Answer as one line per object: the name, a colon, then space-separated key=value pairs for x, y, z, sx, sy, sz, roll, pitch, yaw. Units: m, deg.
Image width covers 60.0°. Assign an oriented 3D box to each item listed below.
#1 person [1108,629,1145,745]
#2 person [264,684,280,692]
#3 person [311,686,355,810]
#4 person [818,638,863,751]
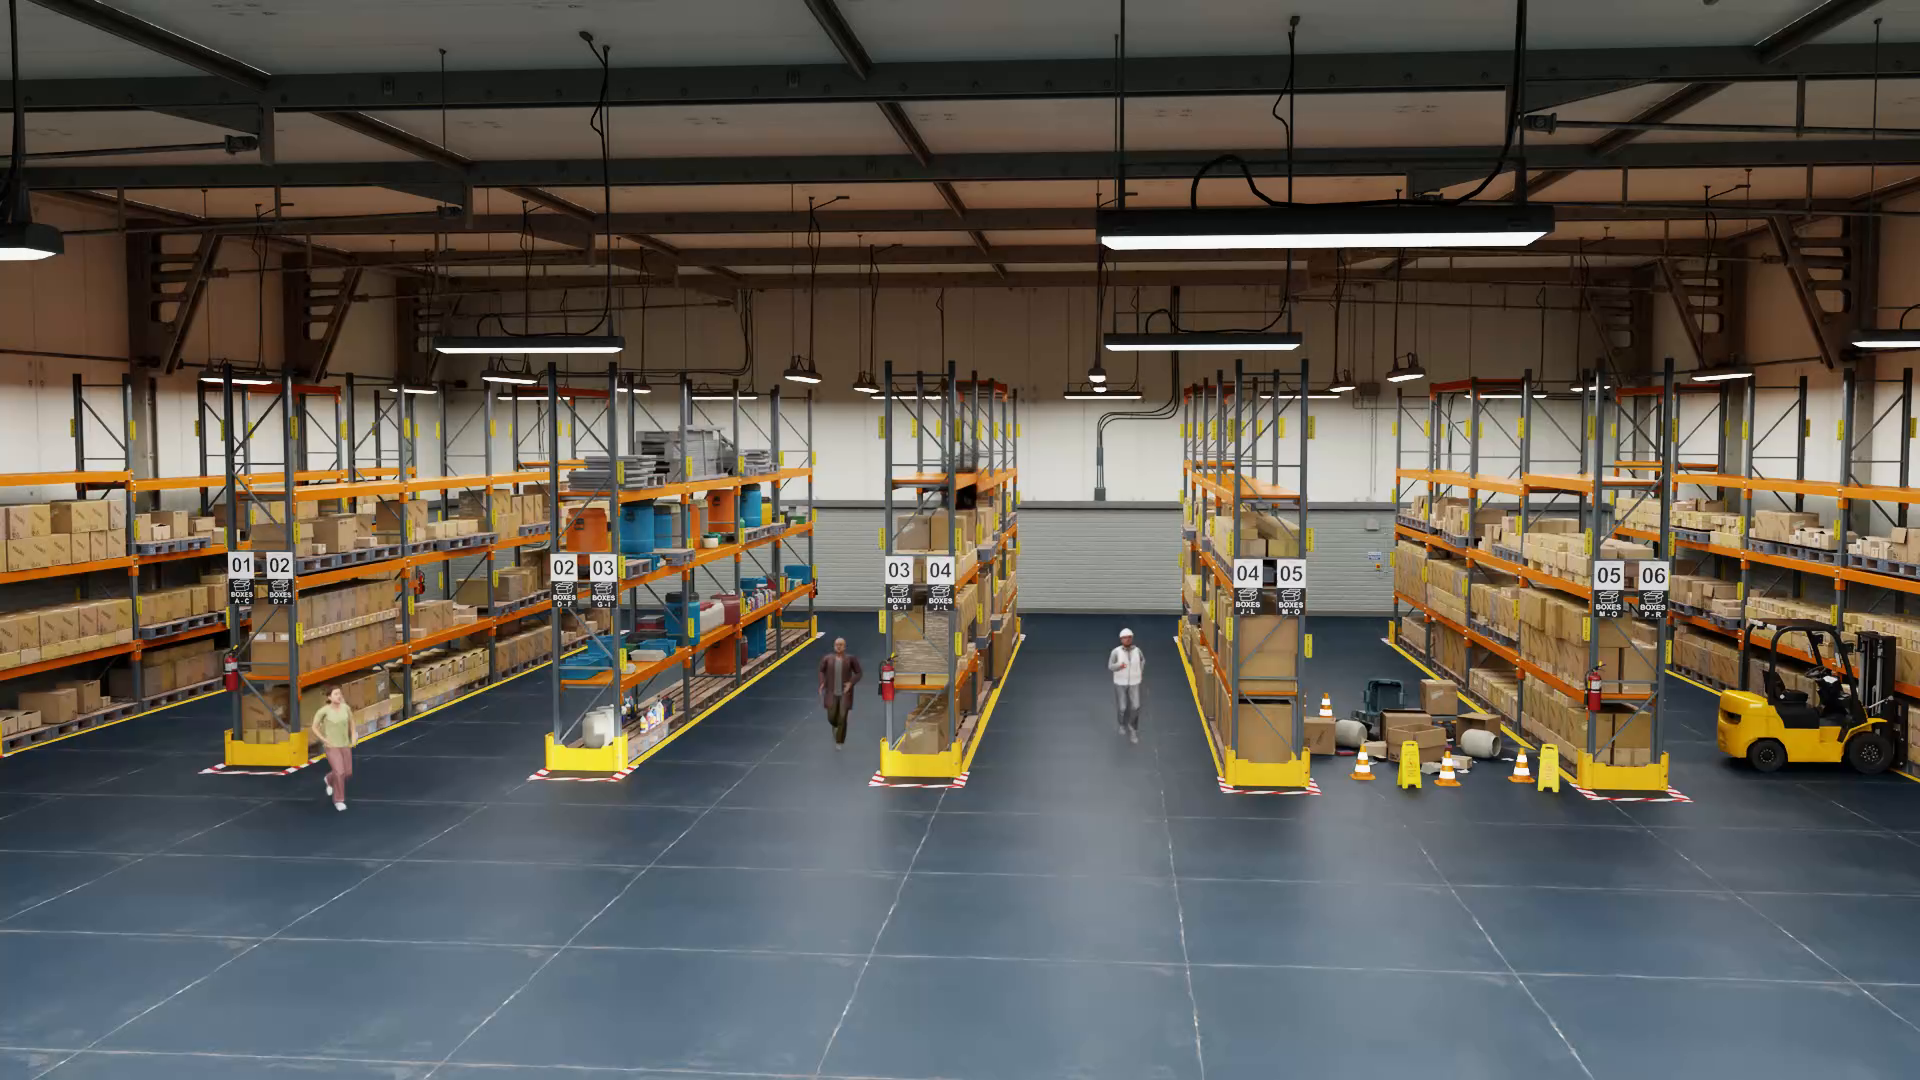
person: x=2.682 y=2.334 z=26.659 sx=0.639 sy=1.825 sz=0.734 roll=0 pitch=4 yaw=-2
person: x=-11.853 y=2.267 z=28.878 sx=0.660 sy=1.667 sz=0.626 roll=0 pitch=4 yaw=4
person: x=-8.348 y=2.843 z=22.131 sx=0.632 sy=1.428 sz=0.577 roll=3 pitch=5 yaw=39
person: x=-1.887 y=2.406 z=26.071 sx=0.718 sy=1.746 sz=0.632 roll=0 pitch=4 yaw=4
